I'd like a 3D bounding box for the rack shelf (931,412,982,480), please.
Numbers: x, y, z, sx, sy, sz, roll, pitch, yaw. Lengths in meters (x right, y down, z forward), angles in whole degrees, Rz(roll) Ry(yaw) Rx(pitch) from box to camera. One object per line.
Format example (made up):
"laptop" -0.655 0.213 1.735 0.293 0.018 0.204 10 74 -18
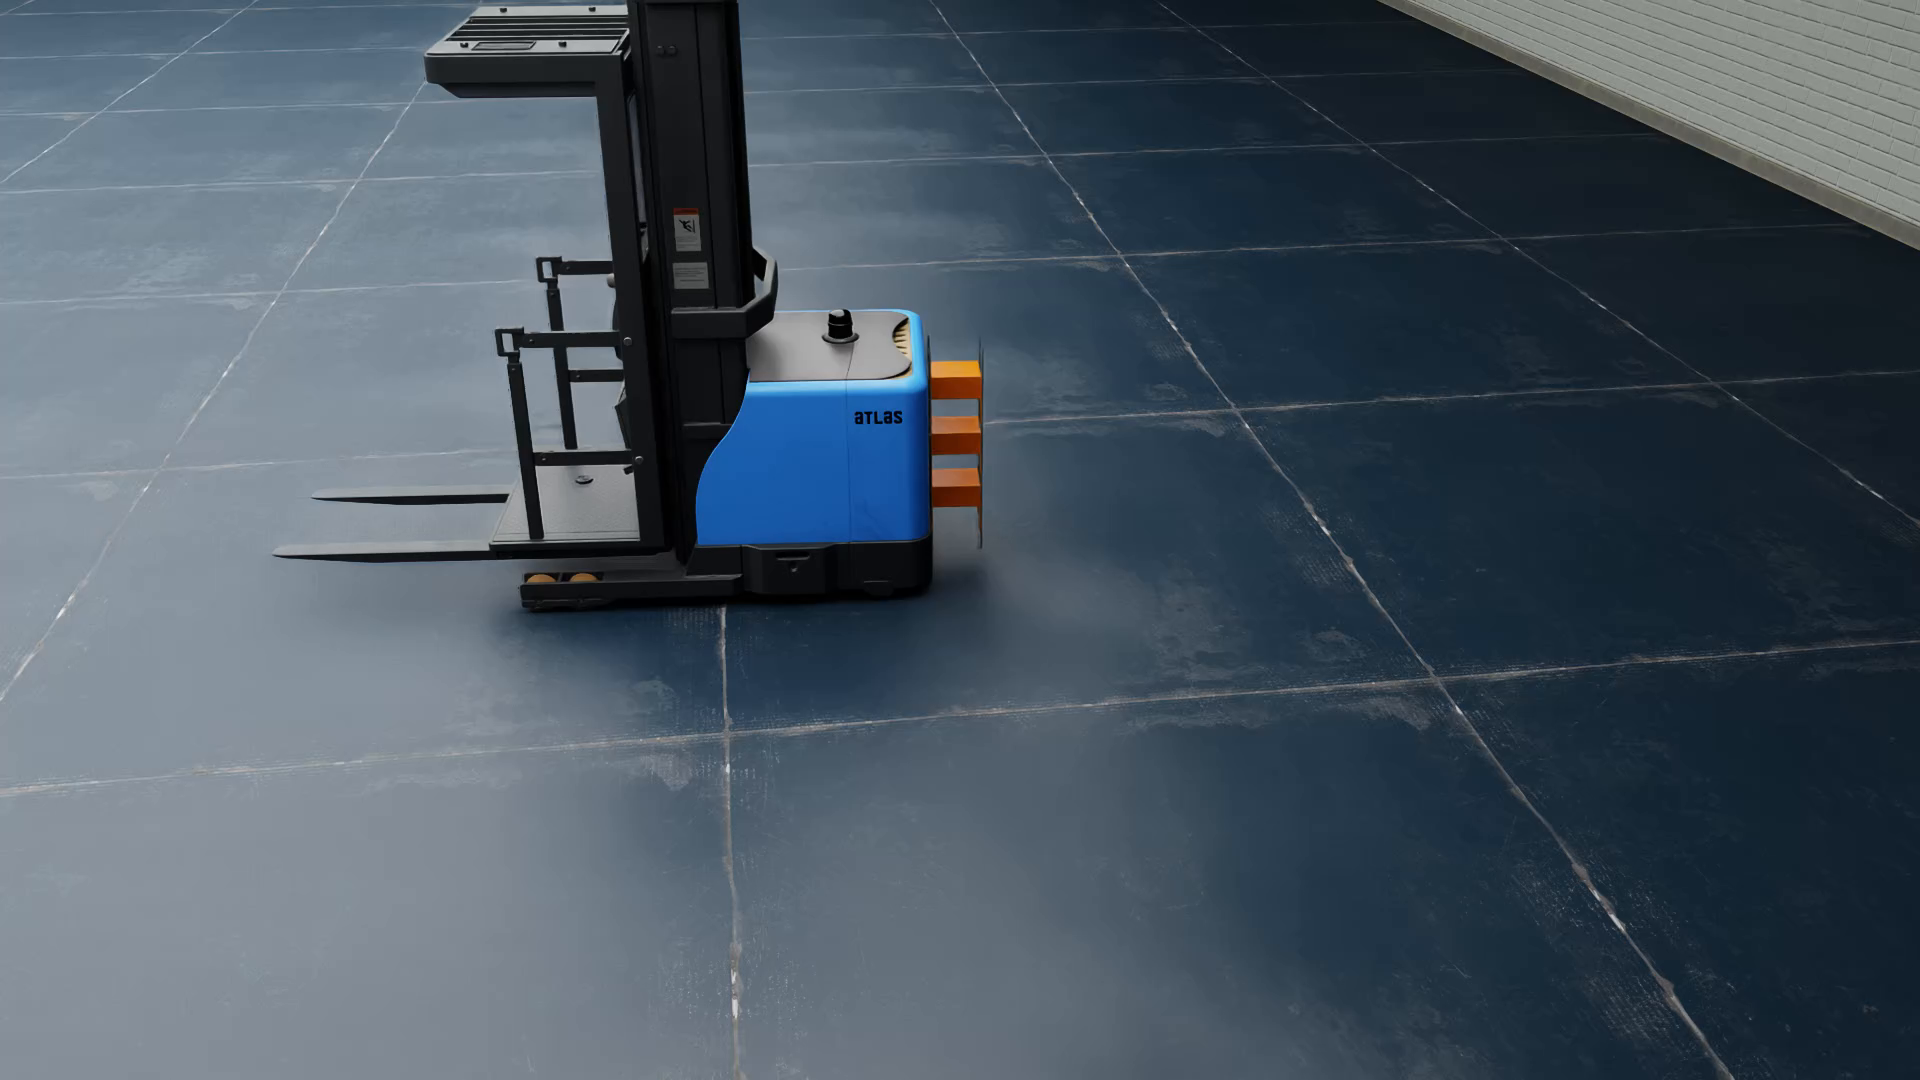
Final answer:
"rack shelf" -0.022 -0.453 8.006 0.240 0.259 0.215 -1 27 -3

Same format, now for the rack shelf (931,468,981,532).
"rack shelf" -0.022 -0.206 8.133 0.240 0.259 0.215 -1 27 -3

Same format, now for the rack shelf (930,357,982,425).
"rack shelf" -0.022 -0.705 7.876 0.240 0.259 0.215 -1 27 -3

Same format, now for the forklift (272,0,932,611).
"forklift" -1.664 -1.225 7.428 3.031 2.935 1.130 -1 27 -3

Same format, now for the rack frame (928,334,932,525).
"rack frame" -0.144 -0.459 7.995 0.008 1.050 0.200 -1 27 -3

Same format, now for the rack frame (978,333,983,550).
"rack frame" 0.099 -0.465 8.006 0.008 1.050 0.200 -1 27 -3

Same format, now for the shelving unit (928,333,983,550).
"shelving unit" -0.022 -0.462 8.001 0.252 1.050 0.215 -1 27 -3
